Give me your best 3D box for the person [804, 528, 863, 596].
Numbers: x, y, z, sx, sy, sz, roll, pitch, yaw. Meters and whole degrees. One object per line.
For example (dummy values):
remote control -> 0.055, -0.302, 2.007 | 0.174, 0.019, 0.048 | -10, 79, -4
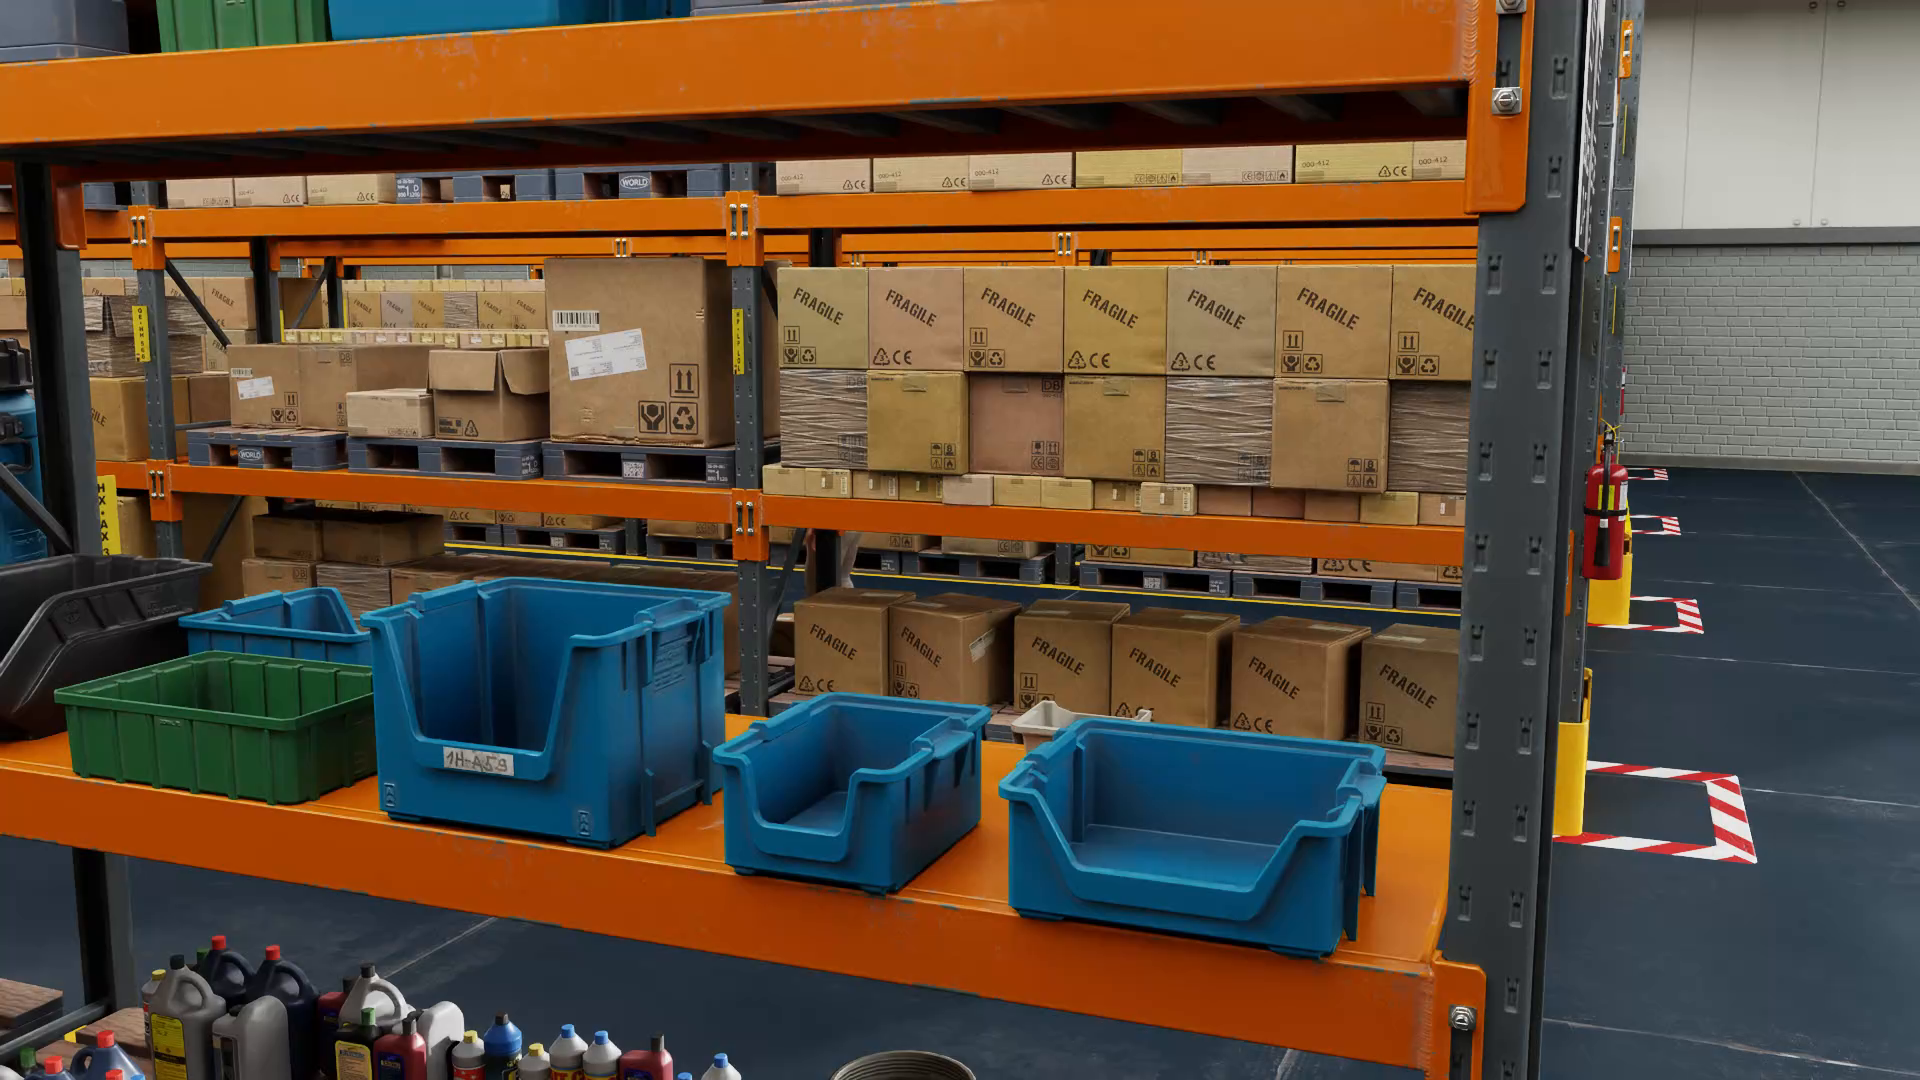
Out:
person -> -0.825, -0.100, 10.555 | 0.394, 1.726, 0.608 | 2, 9, 14
